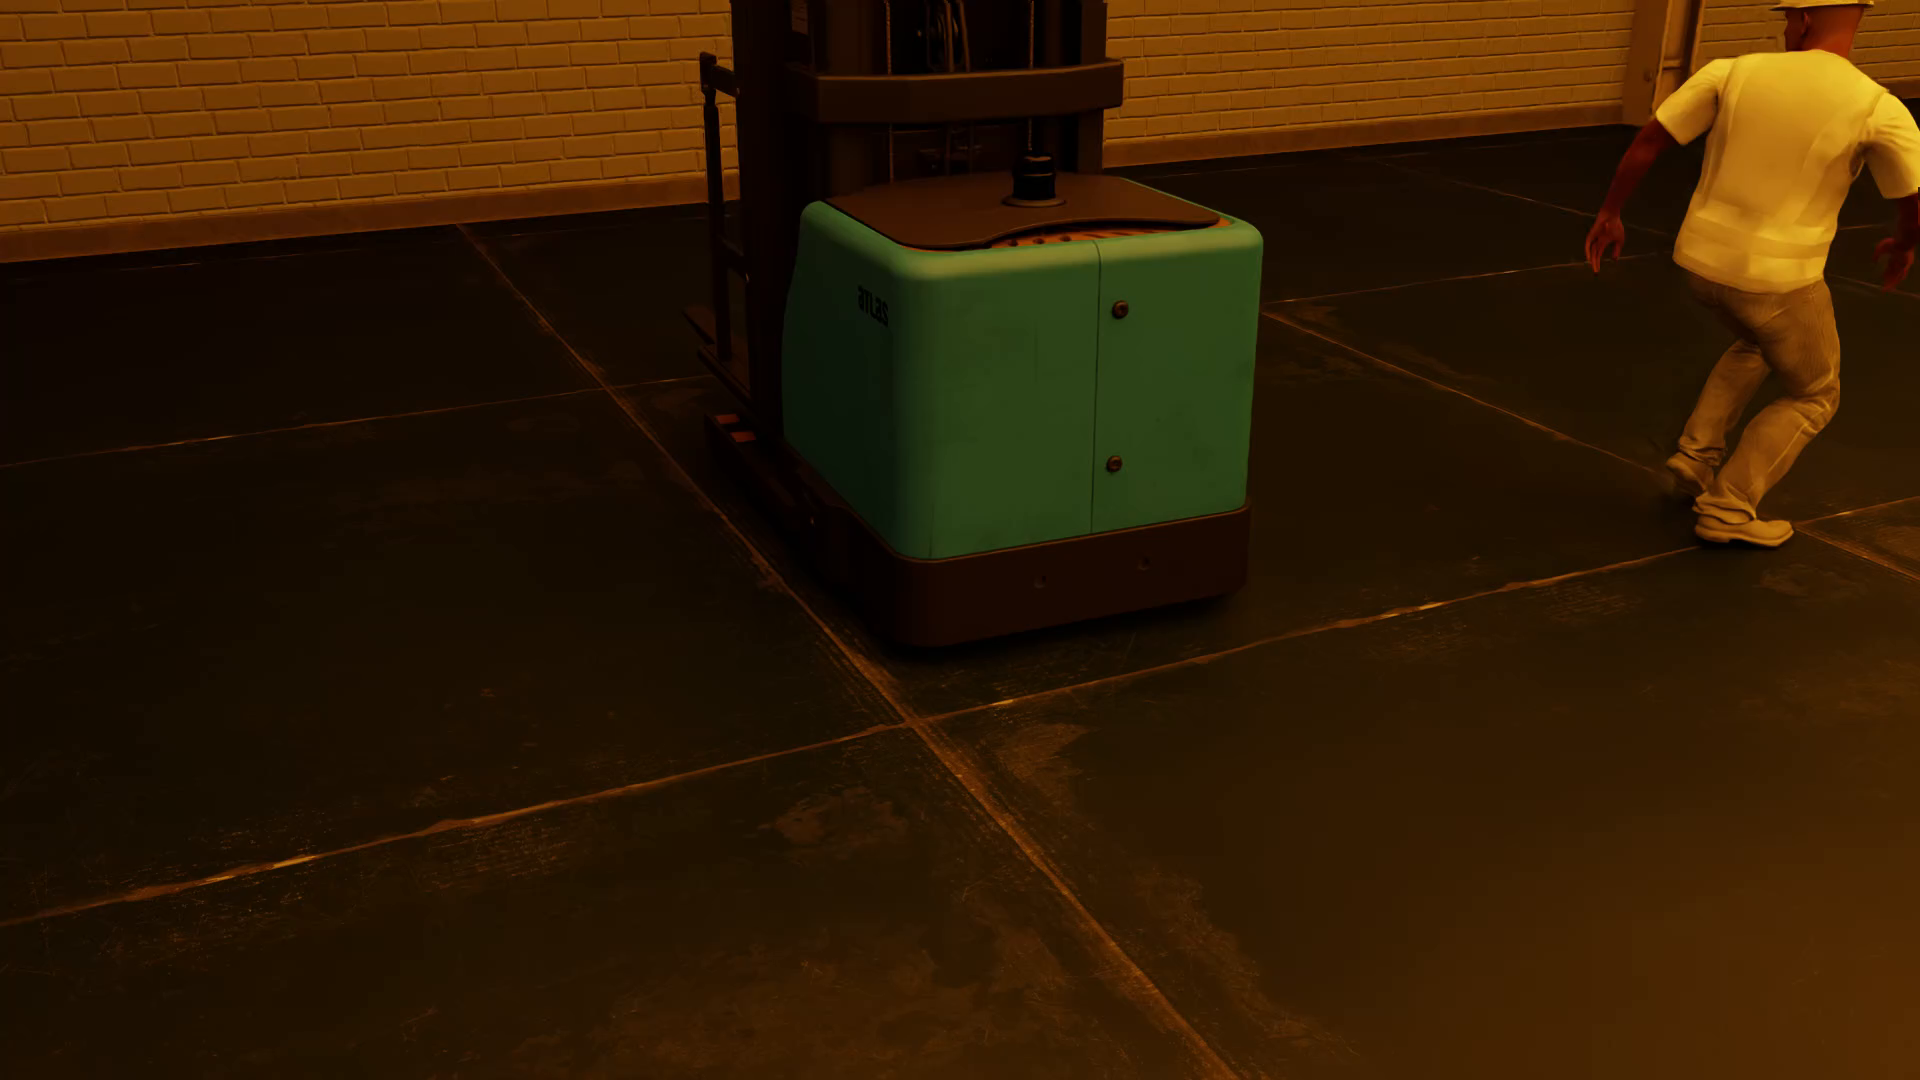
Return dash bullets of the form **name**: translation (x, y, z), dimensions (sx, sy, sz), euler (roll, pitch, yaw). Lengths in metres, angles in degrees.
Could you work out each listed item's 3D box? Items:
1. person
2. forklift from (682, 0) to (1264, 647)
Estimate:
- **person**: translation (2.366, -0.805, 4.880), dimensions (0.753, 1.712, 0.753), euler (-11, 25, -25)
- **forklift**: translation (-0.238, -1.612, 5.166), dimensions (1.130, 2.935, 3.031), euler (-9, 24, -21)
